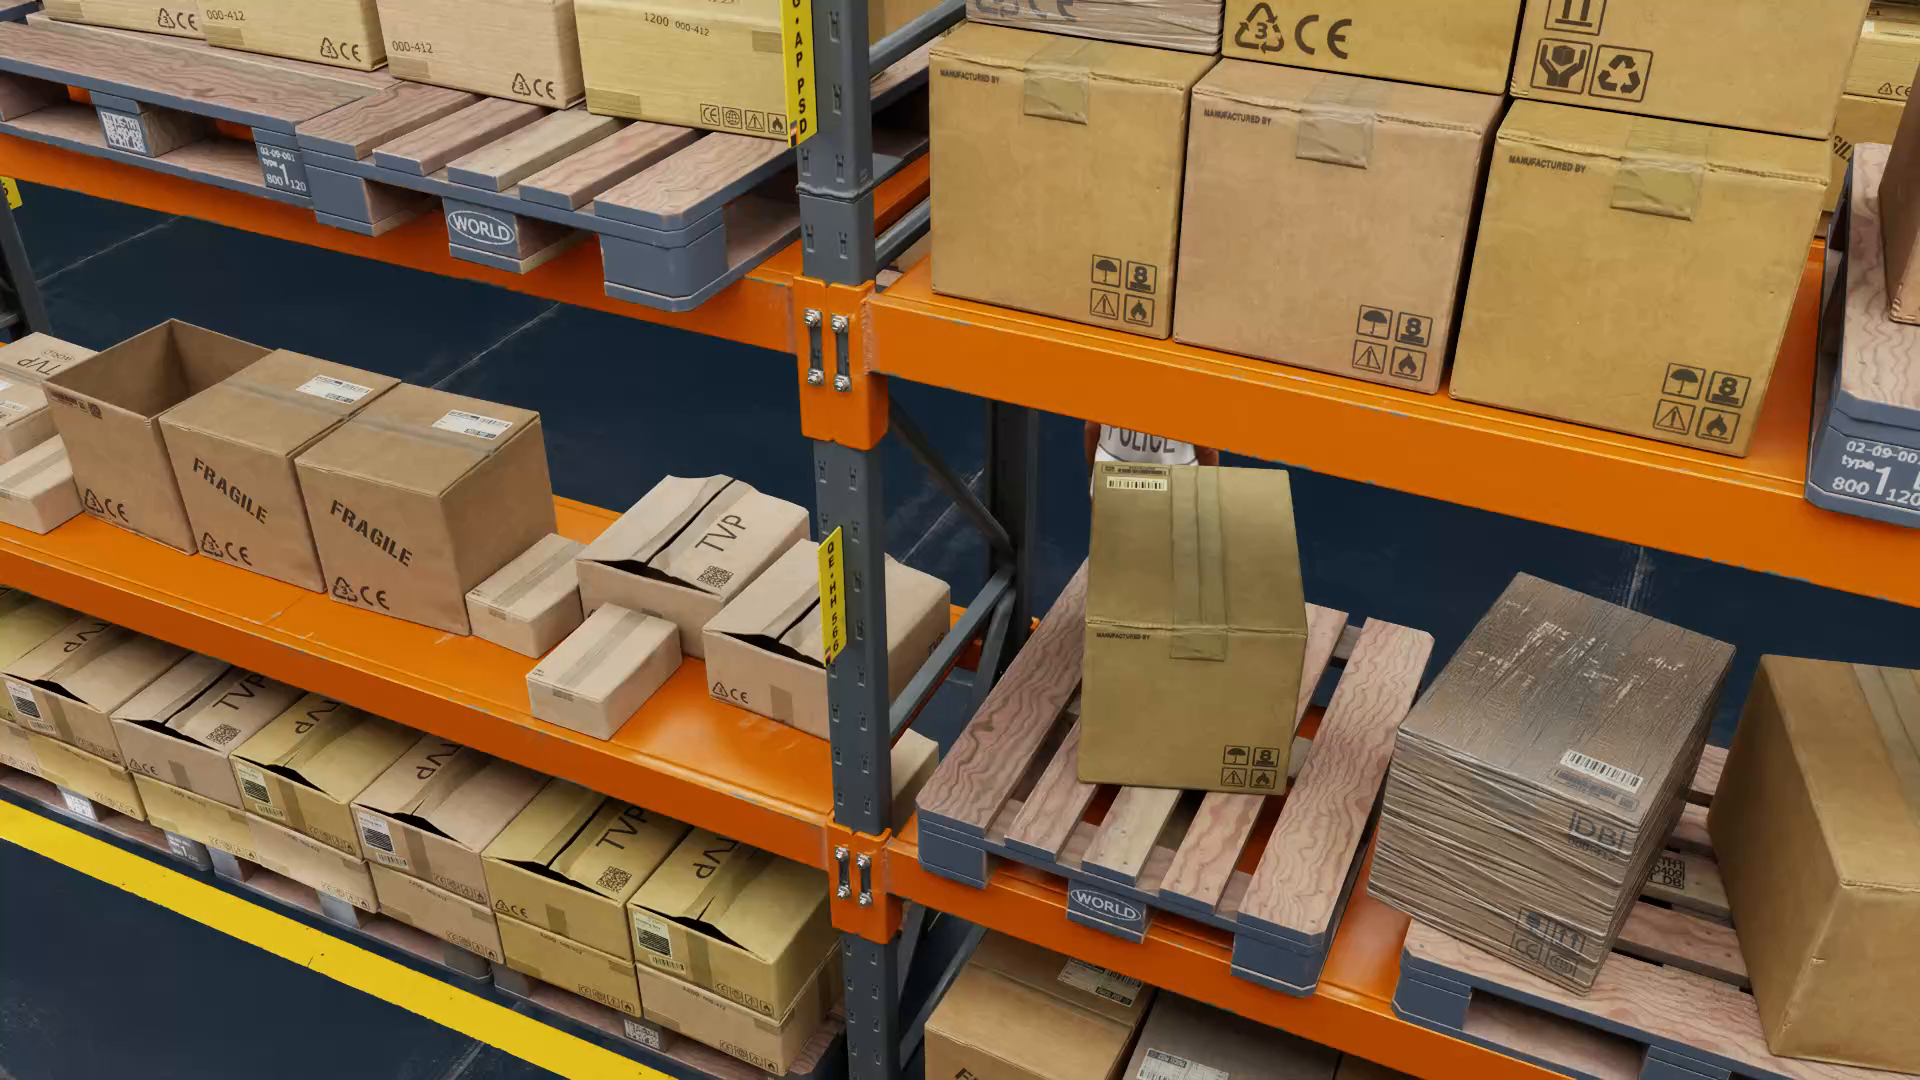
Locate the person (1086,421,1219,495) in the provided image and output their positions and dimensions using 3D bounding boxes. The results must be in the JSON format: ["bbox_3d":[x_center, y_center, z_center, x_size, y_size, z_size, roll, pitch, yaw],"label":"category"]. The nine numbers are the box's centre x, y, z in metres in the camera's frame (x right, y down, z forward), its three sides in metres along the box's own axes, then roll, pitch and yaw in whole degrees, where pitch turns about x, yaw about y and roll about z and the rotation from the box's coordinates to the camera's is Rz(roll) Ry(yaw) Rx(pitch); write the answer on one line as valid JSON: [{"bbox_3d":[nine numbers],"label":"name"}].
[{"bbox_3d":[0.752,-0.195,6.426,0.543,1.666,0.469,14,36,20],"label":"person"}]
